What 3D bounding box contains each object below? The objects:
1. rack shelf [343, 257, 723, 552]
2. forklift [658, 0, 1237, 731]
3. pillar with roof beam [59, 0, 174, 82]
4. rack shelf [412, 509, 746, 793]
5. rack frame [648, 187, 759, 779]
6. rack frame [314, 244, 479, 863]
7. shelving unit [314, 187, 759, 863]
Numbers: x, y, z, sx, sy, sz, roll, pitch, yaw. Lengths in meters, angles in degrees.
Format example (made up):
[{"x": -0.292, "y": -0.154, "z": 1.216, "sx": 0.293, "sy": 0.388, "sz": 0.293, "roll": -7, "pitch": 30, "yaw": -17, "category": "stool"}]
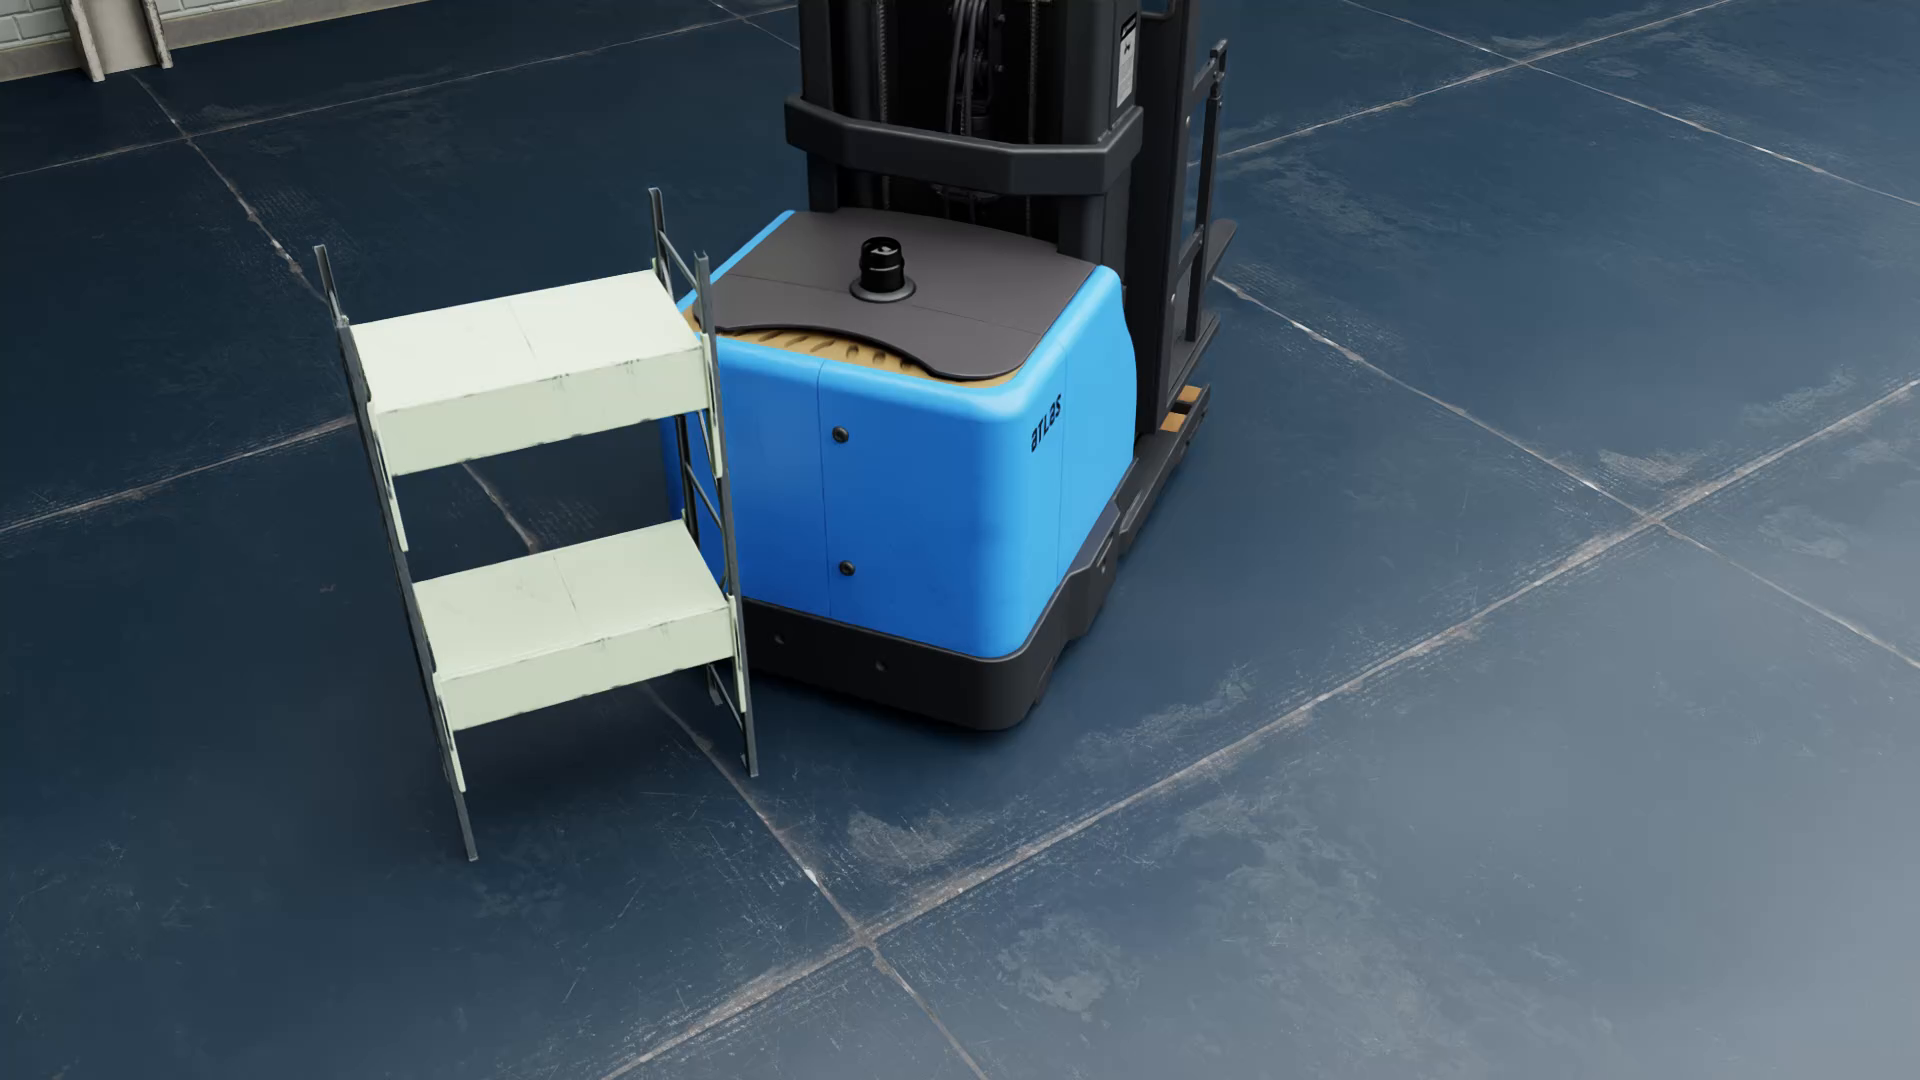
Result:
[{"x": -0.956, "y": -0.319, "z": 3.741, "sx": 0.720, "sy": 0.370, "sz": 0.431, "roll": -15, "pitch": 38, "yaw": -19, "category": "rack shelf"}, {"x": 0.222, "y": -1.539, "z": 4.880, "sx": 1.130, "sy": 2.935, "sz": 3.031, "roll": 13, "pitch": 38, "yaw": 18, "category": "forklift"}, {"x": -1.880, "y": -4.080, "z": 3.216, "sx": 0.400, "sy": 9.000, "sz": 9.100, "roll": -22, "pitch": 41, "yaw": -28, "category": "pillar with roof beam"}, {"x": -0.956, "y": 0.262, "z": 4.159, "sx": 0.720, "sy": 0.370, "sz": 0.431, "roll": -15, "pitch": 38, "yaw": -19, "category": "rack shelf"}, {"x": -0.622, "y": -0.089, "z": 4.090, "sx": 0.023, "sy": 1.500, "sz": 0.400, "roll": -15, "pitch": 38, "yaw": -19, "category": "rack frame"}, {"x": -1.290, "y": 0.085, "z": 3.848, "sx": 0.023, "sy": 1.500, "sz": 0.400, "roll": -15, "pitch": 38, "yaw": -19, "category": "rack frame"}, {"x": -0.956, "y": -0.002, "z": 3.969, "sx": 0.755, "sy": 1.500, "sz": 0.431, "roll": -15, "pitch": 38, "yaw": -19, "category": "shelving unit"}]
